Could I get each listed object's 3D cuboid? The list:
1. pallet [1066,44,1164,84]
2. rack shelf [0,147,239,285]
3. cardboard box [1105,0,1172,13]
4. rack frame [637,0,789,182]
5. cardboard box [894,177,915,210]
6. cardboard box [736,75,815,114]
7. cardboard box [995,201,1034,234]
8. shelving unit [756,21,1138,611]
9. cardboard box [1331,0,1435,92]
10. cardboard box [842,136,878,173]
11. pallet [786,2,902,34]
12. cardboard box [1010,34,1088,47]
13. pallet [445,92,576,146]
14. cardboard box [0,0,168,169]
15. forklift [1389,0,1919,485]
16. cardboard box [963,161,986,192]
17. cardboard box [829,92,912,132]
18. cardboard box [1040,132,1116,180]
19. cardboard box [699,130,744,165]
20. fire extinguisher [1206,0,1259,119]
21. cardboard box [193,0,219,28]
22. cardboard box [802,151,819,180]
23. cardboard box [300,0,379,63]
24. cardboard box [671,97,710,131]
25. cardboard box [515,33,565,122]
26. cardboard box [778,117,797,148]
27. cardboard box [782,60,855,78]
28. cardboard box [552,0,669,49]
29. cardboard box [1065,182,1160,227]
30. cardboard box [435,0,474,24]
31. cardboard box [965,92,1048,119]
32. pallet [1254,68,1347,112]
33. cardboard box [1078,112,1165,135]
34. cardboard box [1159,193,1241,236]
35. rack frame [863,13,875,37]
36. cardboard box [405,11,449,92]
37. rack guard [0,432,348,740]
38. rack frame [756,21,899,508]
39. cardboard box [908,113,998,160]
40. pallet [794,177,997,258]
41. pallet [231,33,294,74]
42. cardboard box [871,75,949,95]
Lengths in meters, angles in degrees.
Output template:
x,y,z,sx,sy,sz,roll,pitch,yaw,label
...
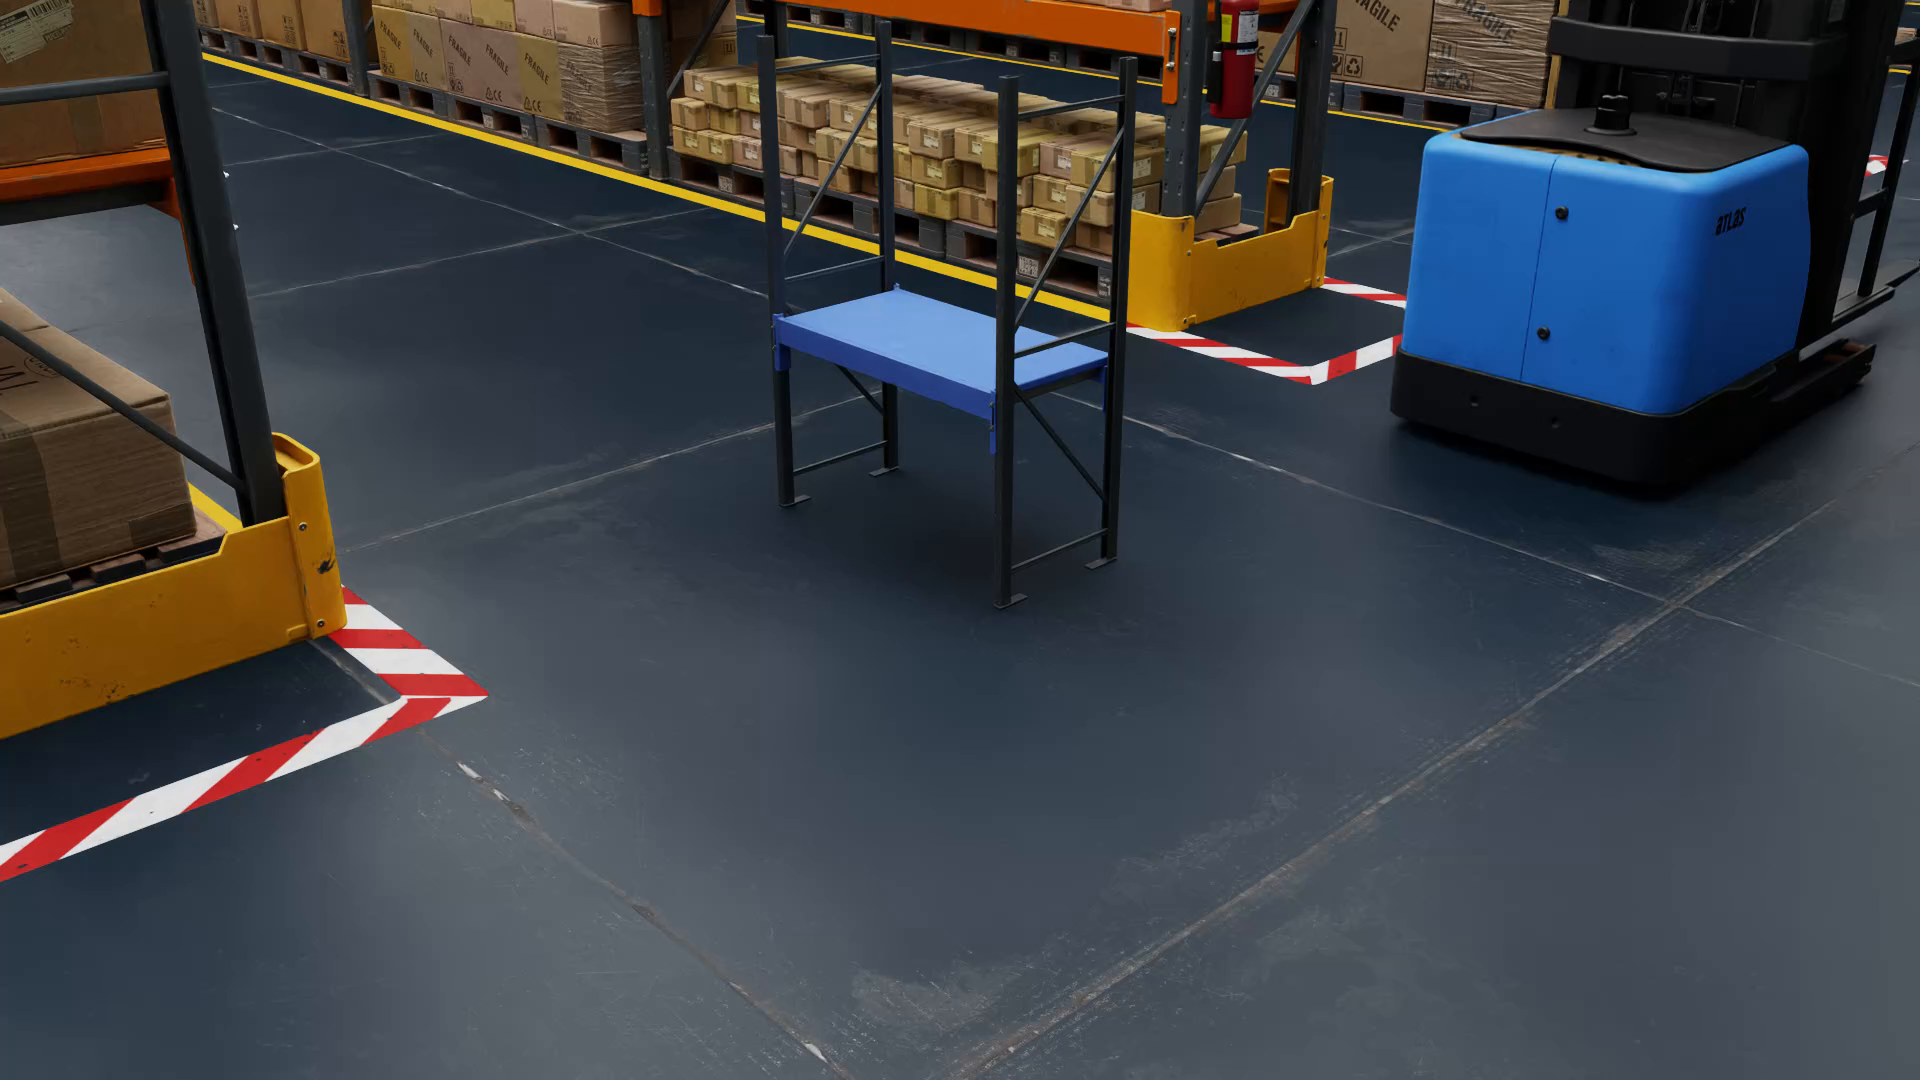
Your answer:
x,y,z,sx,sy,sz,roll,pitch,yaw,label
1.642,-3.982,13.725,1.003,0.211,1.213,-21,32,-38,pallet
-3.642,-1.294,5.339,1.077,0.370,4.000,-21,32,-38,rack shelf
0.840,-2.355,7.100,0.380,0.149,0.250,-21,32,-38,cardboard box
-1.465,-3.662,9.663,1.000,3.000,0.127,-21,32,-38,rack frame
-0.181,-1.817,8.549,0.380,0.149,0.250,-20,32,-37,cardboard box
-1.027,-2.501,9.330,0.380,0.149,0.250,-22,32,-39,cardboard box
0.390,-1.598,8.068,0.380,0.149,0.250,-21,32,-39,cardboard box
-0.058,-0.708,4.995,0.538,1.500,1.048,-21,32,-38,shelving unit
3.232,-3.768,11.949,0.875,0.875,0.875,-21,32,-38,cardboard box
-0.390,-2.027,8.650,0.380,0.149,0.250,-21,32,-38,cardboard box
-1.042,-5.219,16.436,1.003,0.211,1.213,-21,32,-38,pallet
1.161,-4.722,14.040,0.875,0.875,1.225,22,33,40,cardboard box
-2.836,-2.999,11.569,1.003,0.211,1.213,-21,32,-38,pallet
-2.394,-1.288,4.338,0.500,0.500,0.500,-22,32,-39,cardboard box
2.985,-2.027,6.163,3.031,2.935,1.130,-22,33,-40,forklift
0.235,-1.826,8.209,0.380,0.149,0.250,-22,32,-39,cardboard box
-0.471,-2.269,8.821,0.250,0.149,0.380,22,33,40,cardboard box
0.592,-1.796,7.785,0.380,0.149,0.250,-20,32,-37,cardboard box
-1.269,-2.274,9.550,0.380,0.149,0.250,-20,31,-37,cardboard box
1.104,-2.038,6.646,0.296,0.674,0.183,-21,32,-38,fire extinguisher
-6.443,-5.091,15.000,1.050,0.750,0.750,-21,32,-39,cardboard box
-0.642,-2.079,9.122,0.250,0.149,0.380,22,33,40,cardboard box
-4.550,-4.252,13.160,1.050,0.750,0.750,-22,32,-39,cardboard box
-1.451,-2.491,9.666,0.380,0.149,0.250,-19,31,-36,cardboard box
-2.505,-3.024,10.771,0.500,0.500,0.500,-22,33,-40,cardboard box
-0.837,-2.293,9.234,0.250,0.149,0.380,22,32,39,cardboard box
-0.828,-2.727,9.825,0.380,0.149,0.250,-21,32,-38,cardboard box
-2.159,-3.211,10.277,0.500,0.250,0.500,-22,33,-40,cardboard box
0.700,-1.559,7.623,0.380,0.149,0.250,-22,33,-40,cardboard box
-3.229,-3.684,11.314,0.500,0.250,0.500,-21,32,-38,cardboard box
0.245,-2.263,8.809,0.380,0.149,0.250,-21,32,-38,cardboard box
2.687,-3.517,12.706,1.003,0.211,1.213,-21,32,-38,pallet
0.804,-2.032,8.303,0.380,0.149,0.250,-21,32,-39,cardboard box
1.144,-1.594,8.059,0.380,0.149,0.250,-20,32,-37,cardboard box
-0.509,-6.250,15.337,1.000,3.000,0.127,-21,32,-38,rack frame
-3.556,-3.490,11.791,0.500,0.500,0.500,-21,32,-38,cardboard box
-2.259,0.129,4.365,1.175,0.500,0.348,-21,32,-38,rack guard
-0.406,-0.862,5.333,0.500,1.500,0.032,-21,32,-38,rack frame
-0.032,-2.000,8.233,0.380,0.149,0.250,-20,31,-37,cardboard box
-0.142,-1.830,9.008,1.003,0.211,1.213,-21,32,-38,pallet
-5.513,-4.235,14.279,1.003,0.211,1.213,-21,32,-38,pallet
-0.280,-2.497,9.321,0.250,0.149,0.380,22,32,39,cardboard box
